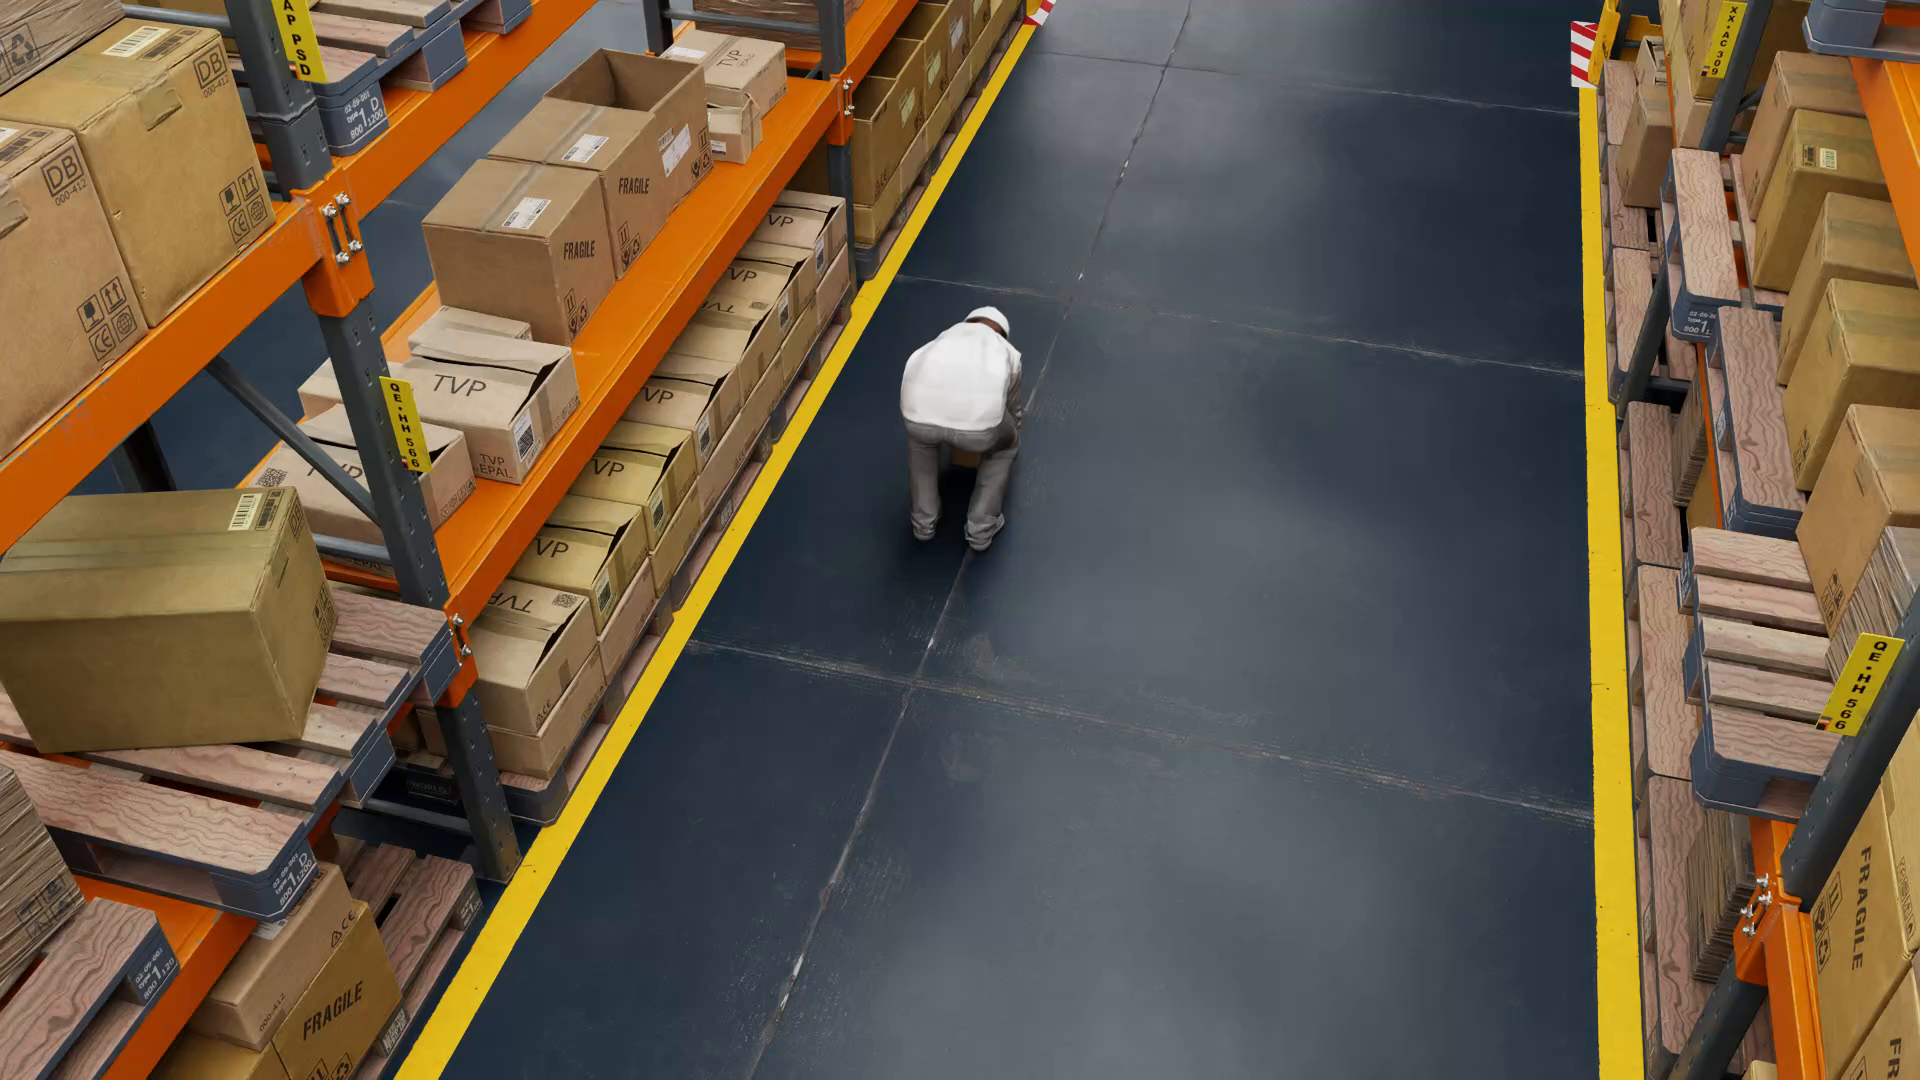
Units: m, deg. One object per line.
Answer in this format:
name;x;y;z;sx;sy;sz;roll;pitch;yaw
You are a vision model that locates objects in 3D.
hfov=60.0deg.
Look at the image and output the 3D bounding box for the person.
person;0.027;-0.560;7.378;0.506;1.001;0.999;8;41;9
